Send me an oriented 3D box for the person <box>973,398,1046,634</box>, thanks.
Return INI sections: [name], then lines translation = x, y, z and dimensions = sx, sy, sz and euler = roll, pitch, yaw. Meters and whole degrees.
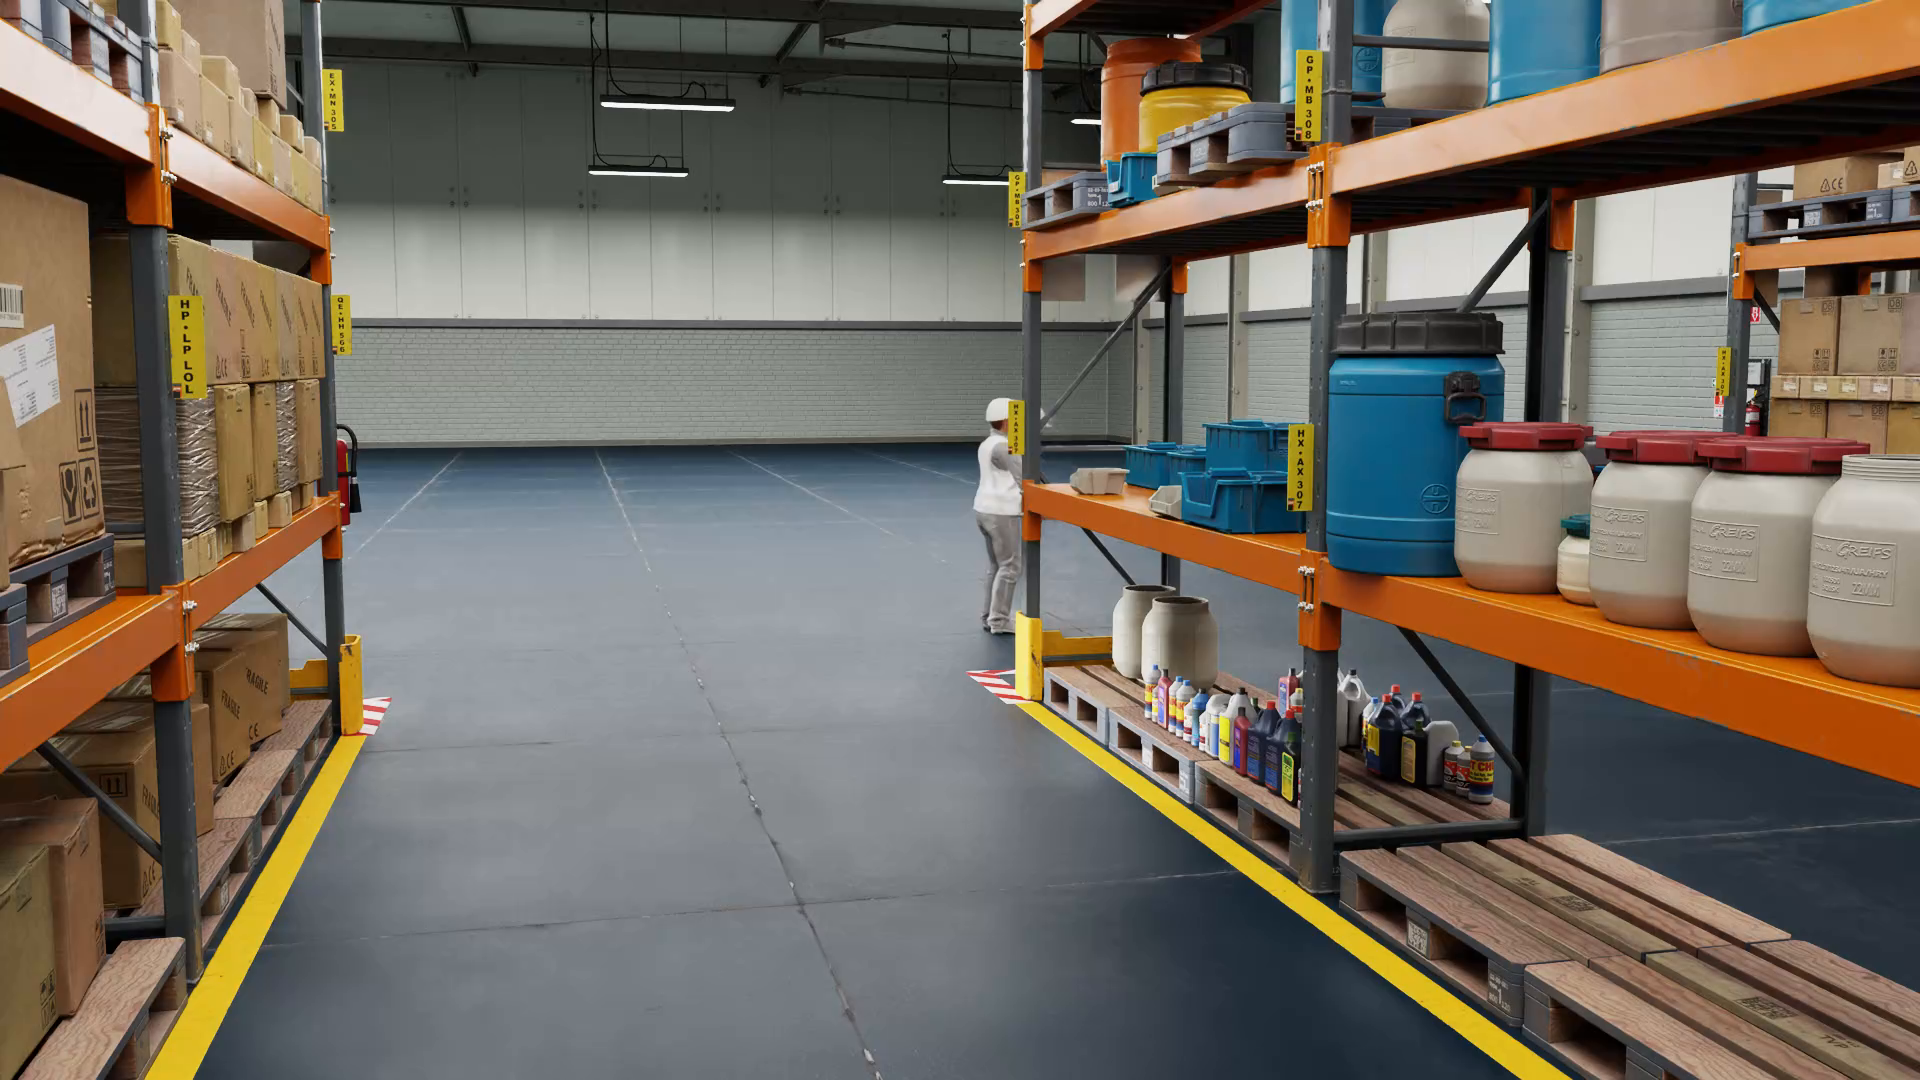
[person]
translation = 0.390, -0.191, 12.644
dimensions = 0.554, 1.772, 0.495
euler = -2, 6, -15
